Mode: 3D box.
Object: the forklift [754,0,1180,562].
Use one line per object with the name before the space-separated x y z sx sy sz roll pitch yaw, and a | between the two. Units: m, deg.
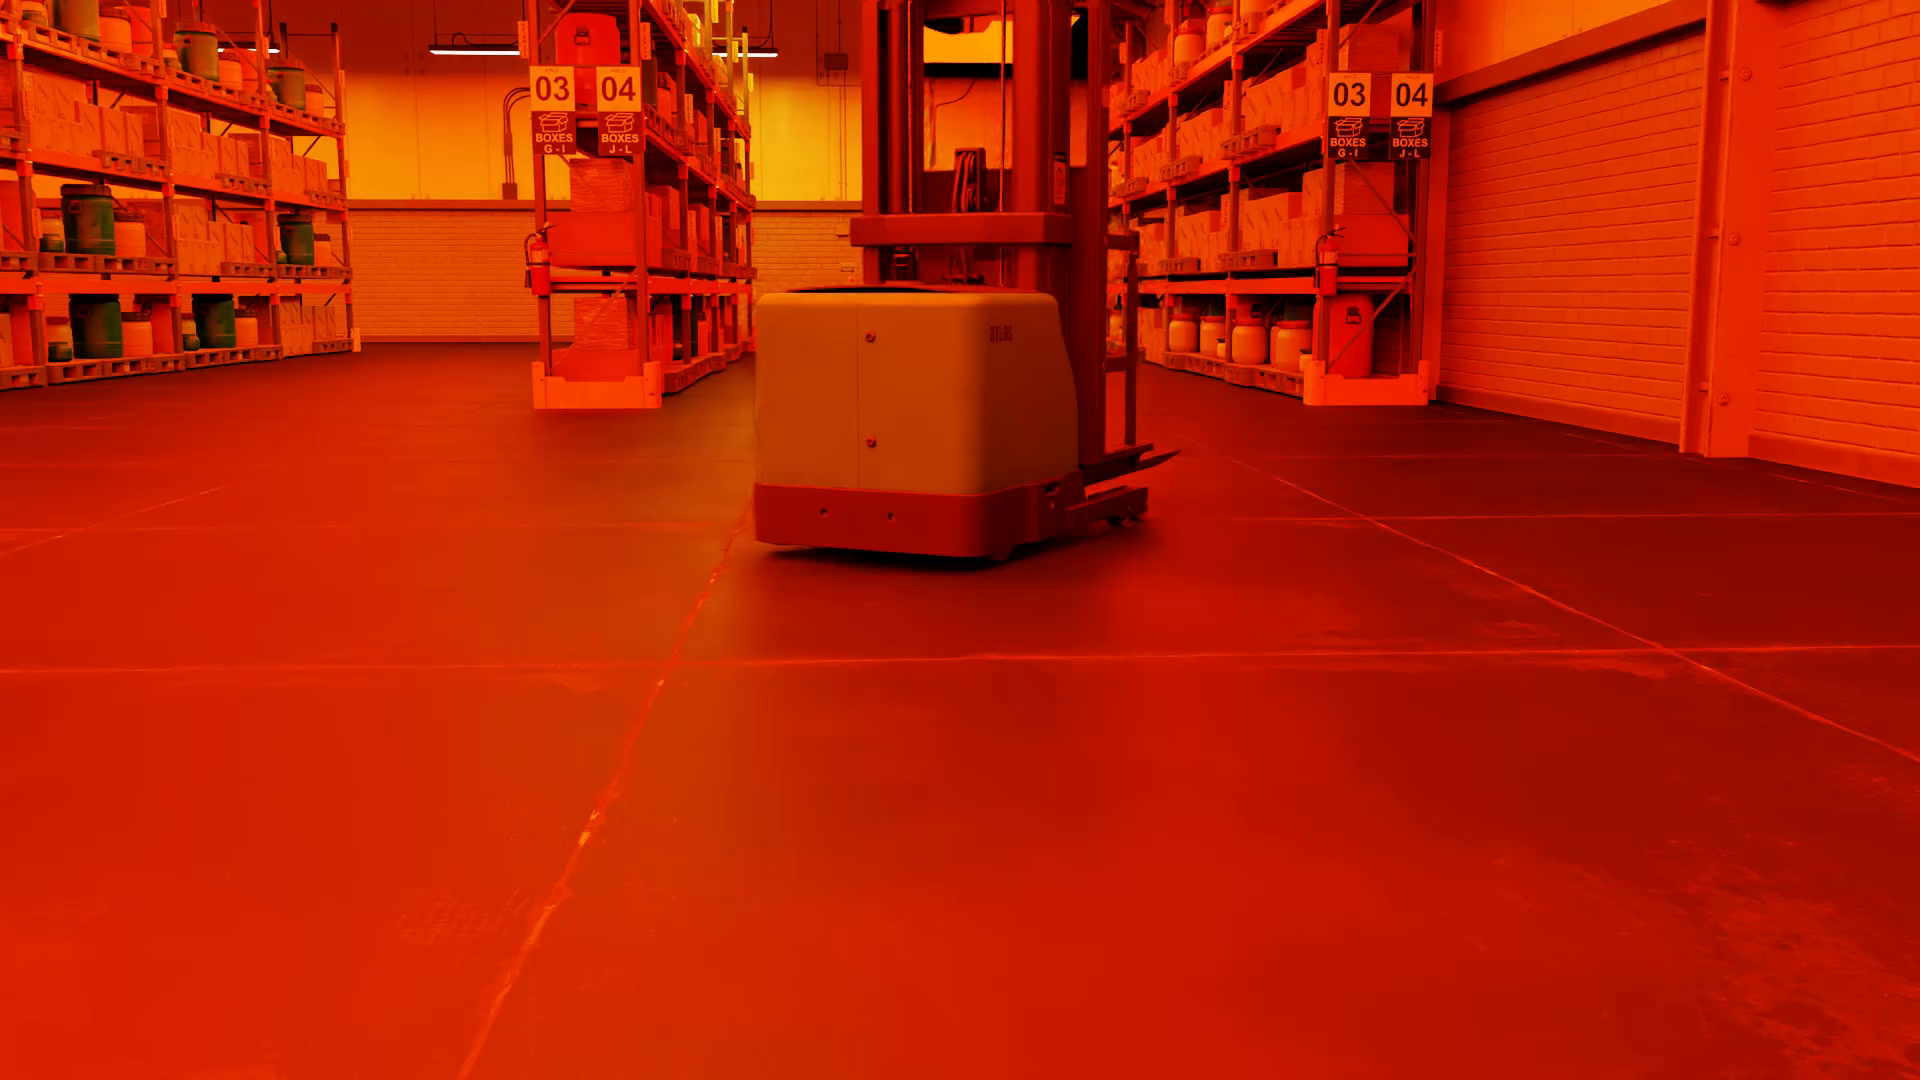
forklift | 0.248 -1.540 7.705 1.130 2.935 3.031 4 9 25
